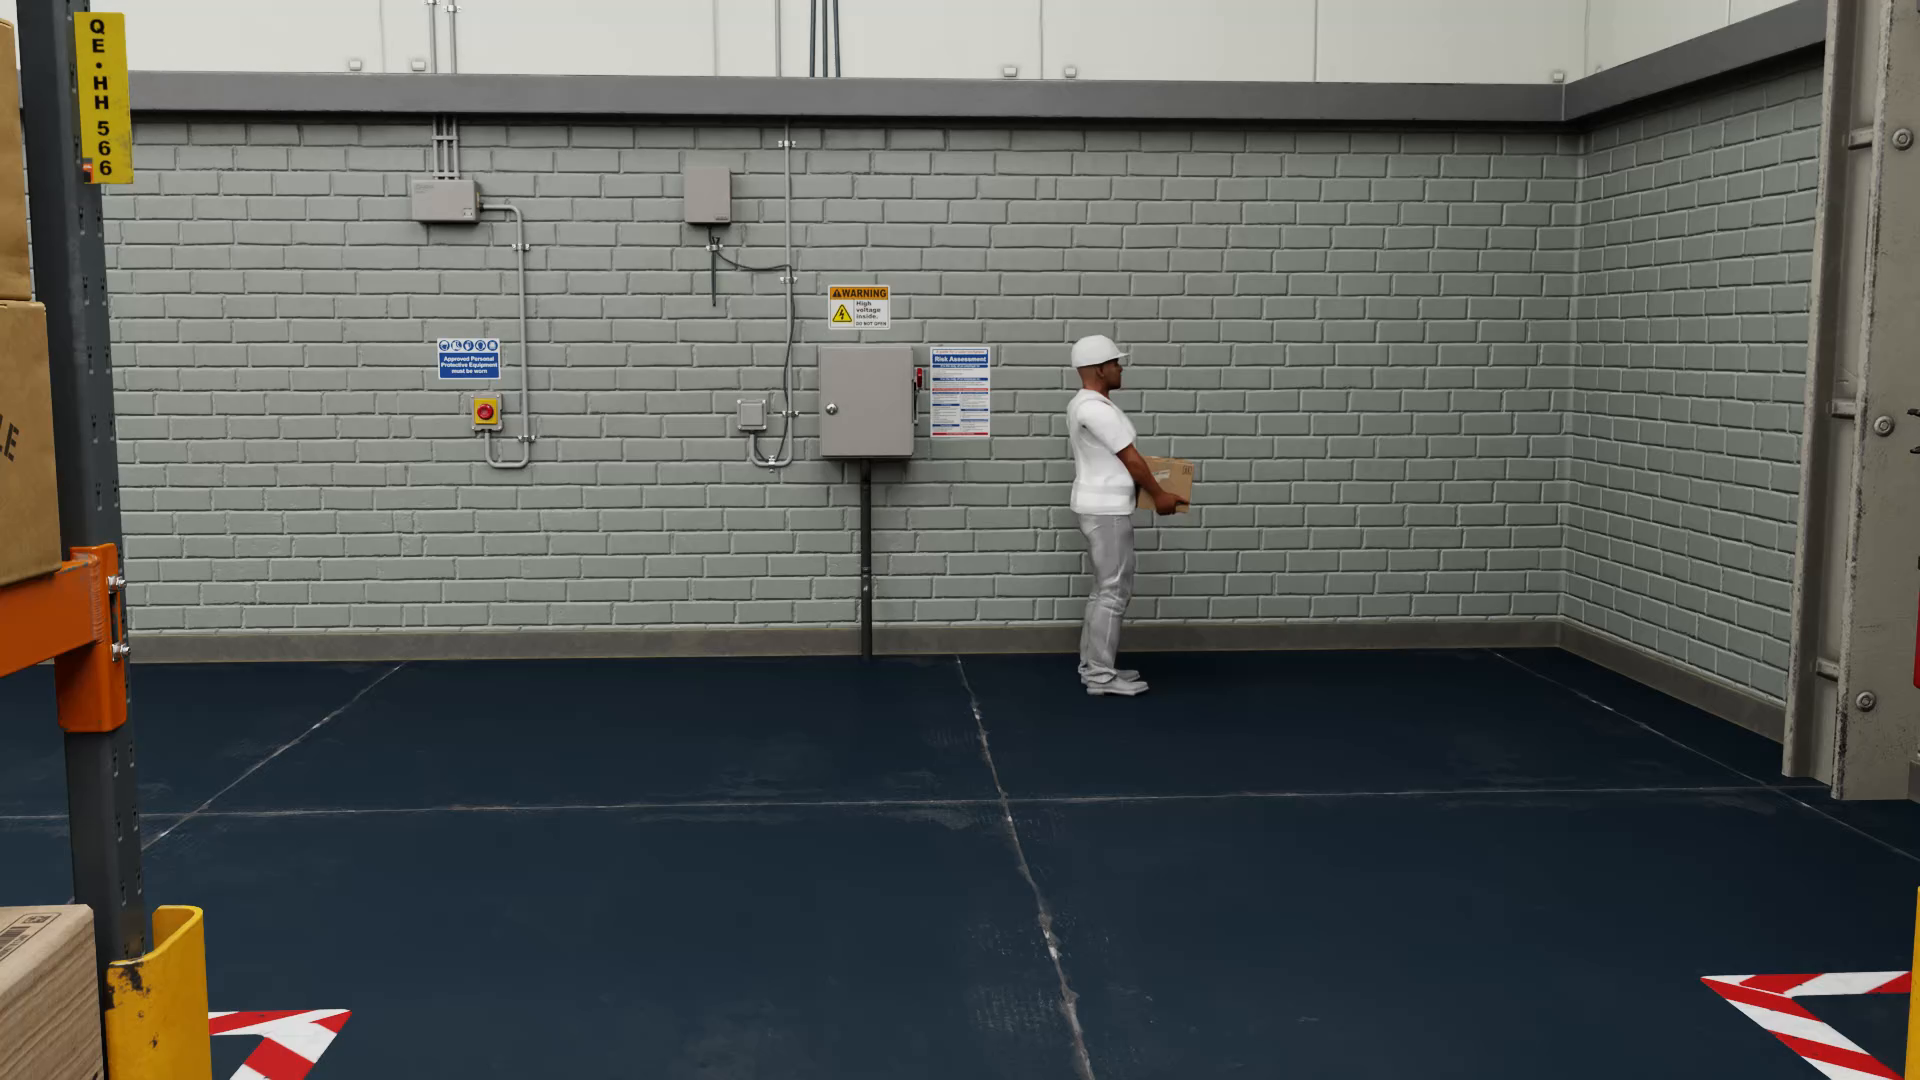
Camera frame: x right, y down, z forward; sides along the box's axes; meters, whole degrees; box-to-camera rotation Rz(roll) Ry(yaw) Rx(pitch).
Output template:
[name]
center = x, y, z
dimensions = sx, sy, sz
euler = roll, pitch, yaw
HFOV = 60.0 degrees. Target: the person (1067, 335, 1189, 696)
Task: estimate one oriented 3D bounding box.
[person]
center = 0.820, -0.130, 8.256
dimensions = 0.585, 1.760, 0.504
euler = 0, 7, -3
